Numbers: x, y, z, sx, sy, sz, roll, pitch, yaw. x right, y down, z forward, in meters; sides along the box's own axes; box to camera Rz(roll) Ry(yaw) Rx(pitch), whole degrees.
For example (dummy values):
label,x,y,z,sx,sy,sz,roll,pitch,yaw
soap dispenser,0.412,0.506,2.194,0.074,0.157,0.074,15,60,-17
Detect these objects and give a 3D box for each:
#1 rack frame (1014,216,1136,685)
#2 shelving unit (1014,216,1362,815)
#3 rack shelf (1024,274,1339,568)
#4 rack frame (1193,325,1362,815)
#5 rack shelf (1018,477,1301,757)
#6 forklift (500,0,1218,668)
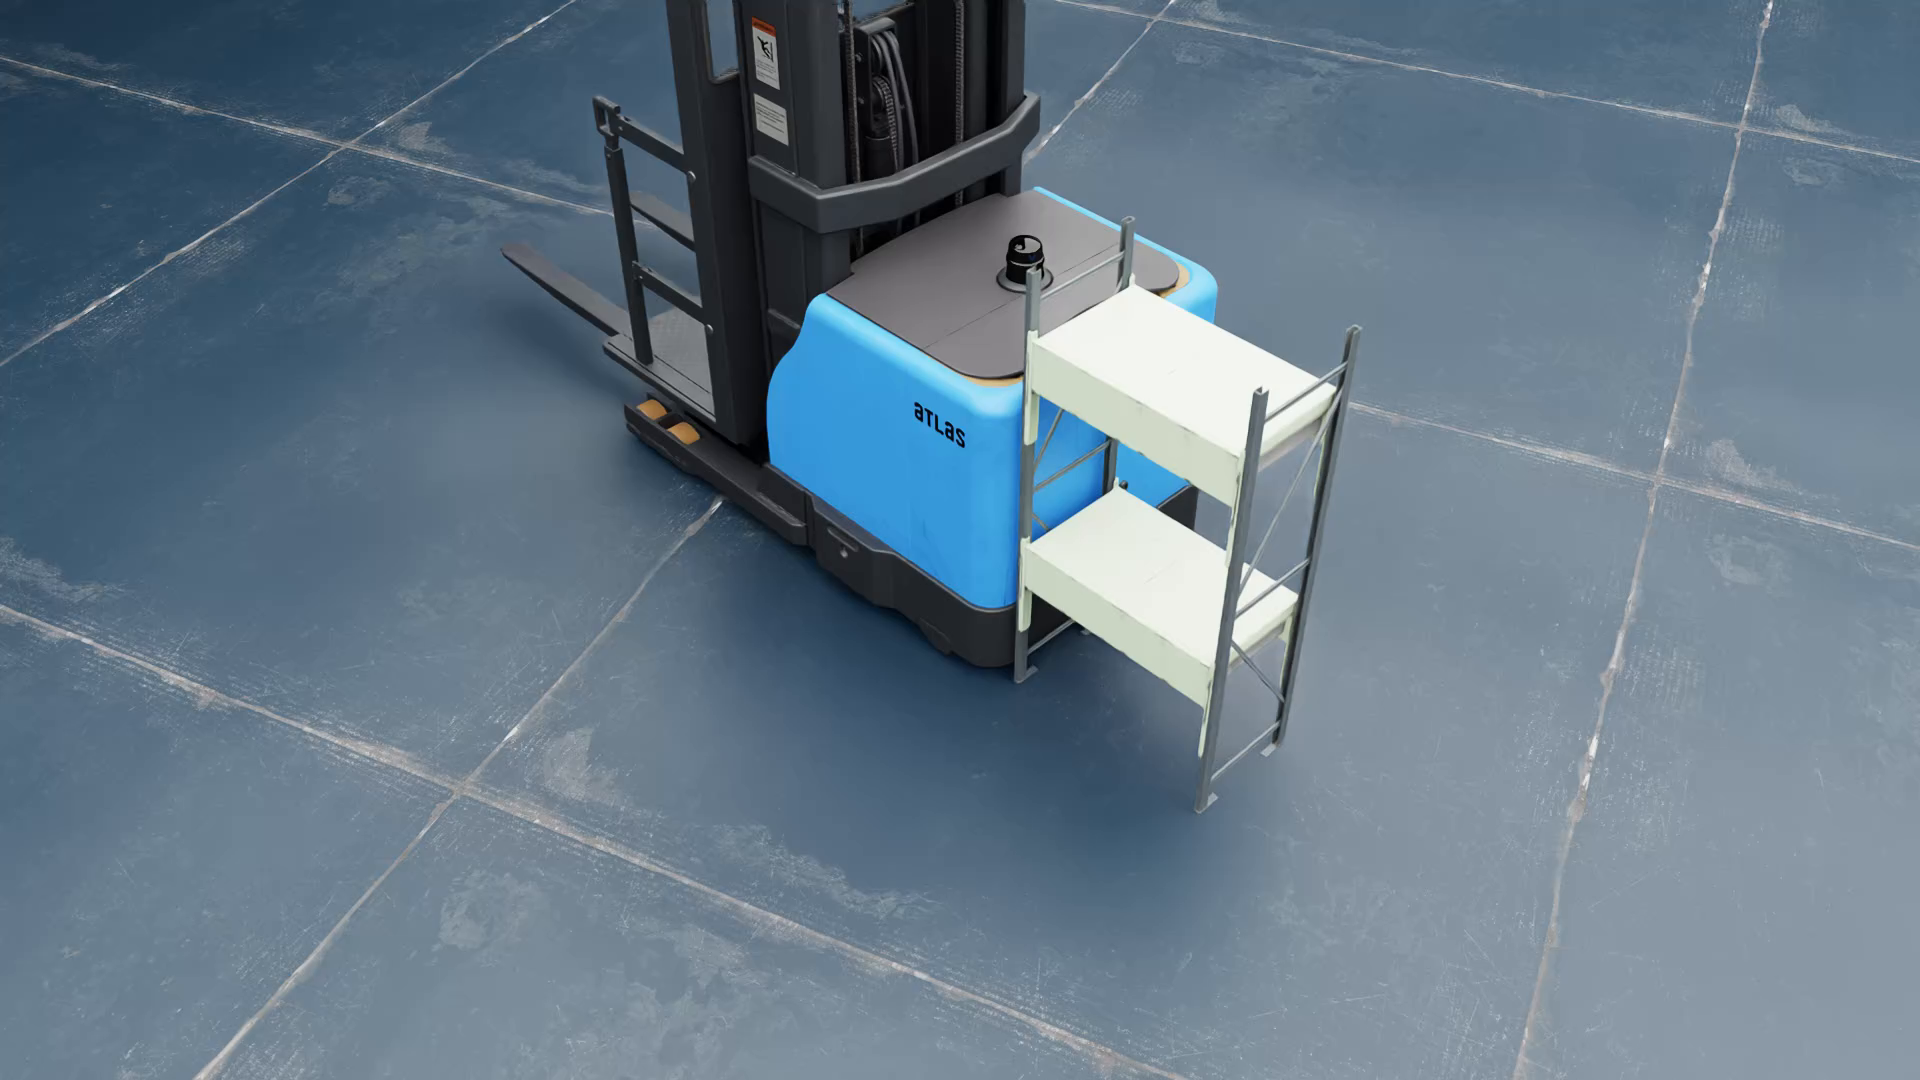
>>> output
label,x,y,z,sx,sy,sz,roll,pitch,yaw
rack frame,0.320,-0.208,4.845,0.400,1.500,0.023,-32,50,-32
shelving unit,0.575,-0.036,4.647,0.431,1.500,0.755,-32,50,-32
rack shelf,0.575,-0.331,4.391,0.431,0.370,0.720,-32,50,-32
rack frame,0.831,0.136,4.449,0.400,1.500,0.023,-32,50,-32
rack shelf,0.575,0.210,4.860,0.431,0.370,0.720,-32,50,-32
forklift,-0.585,-1.576,5.331,1.130,2.935,3.031,-32,50,-32
